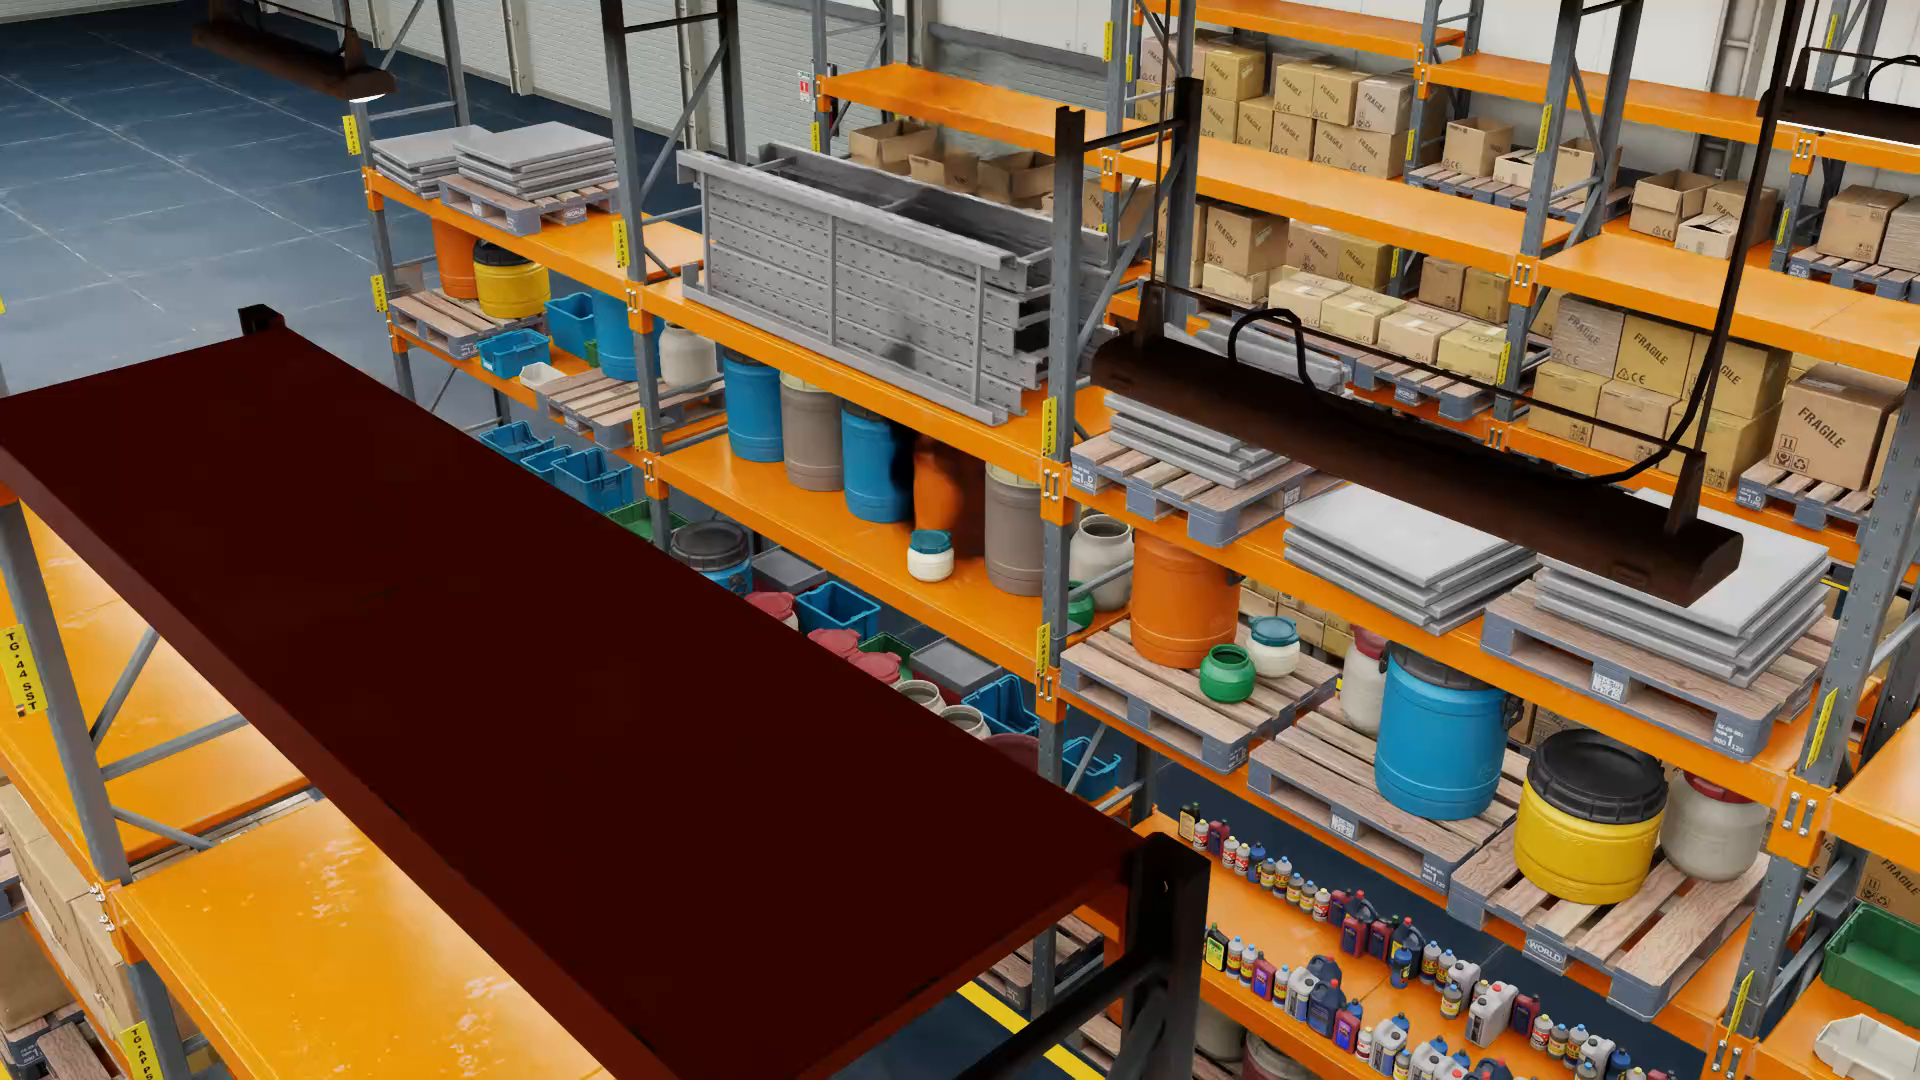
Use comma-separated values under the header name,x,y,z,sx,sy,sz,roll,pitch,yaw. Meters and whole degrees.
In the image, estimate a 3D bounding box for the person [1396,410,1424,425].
name,x,y,z,sx,sy,sz,roll,pitch,yaw
person,4.269,-0.657,16.359,0.533,1.624,0.580,23,36,36
